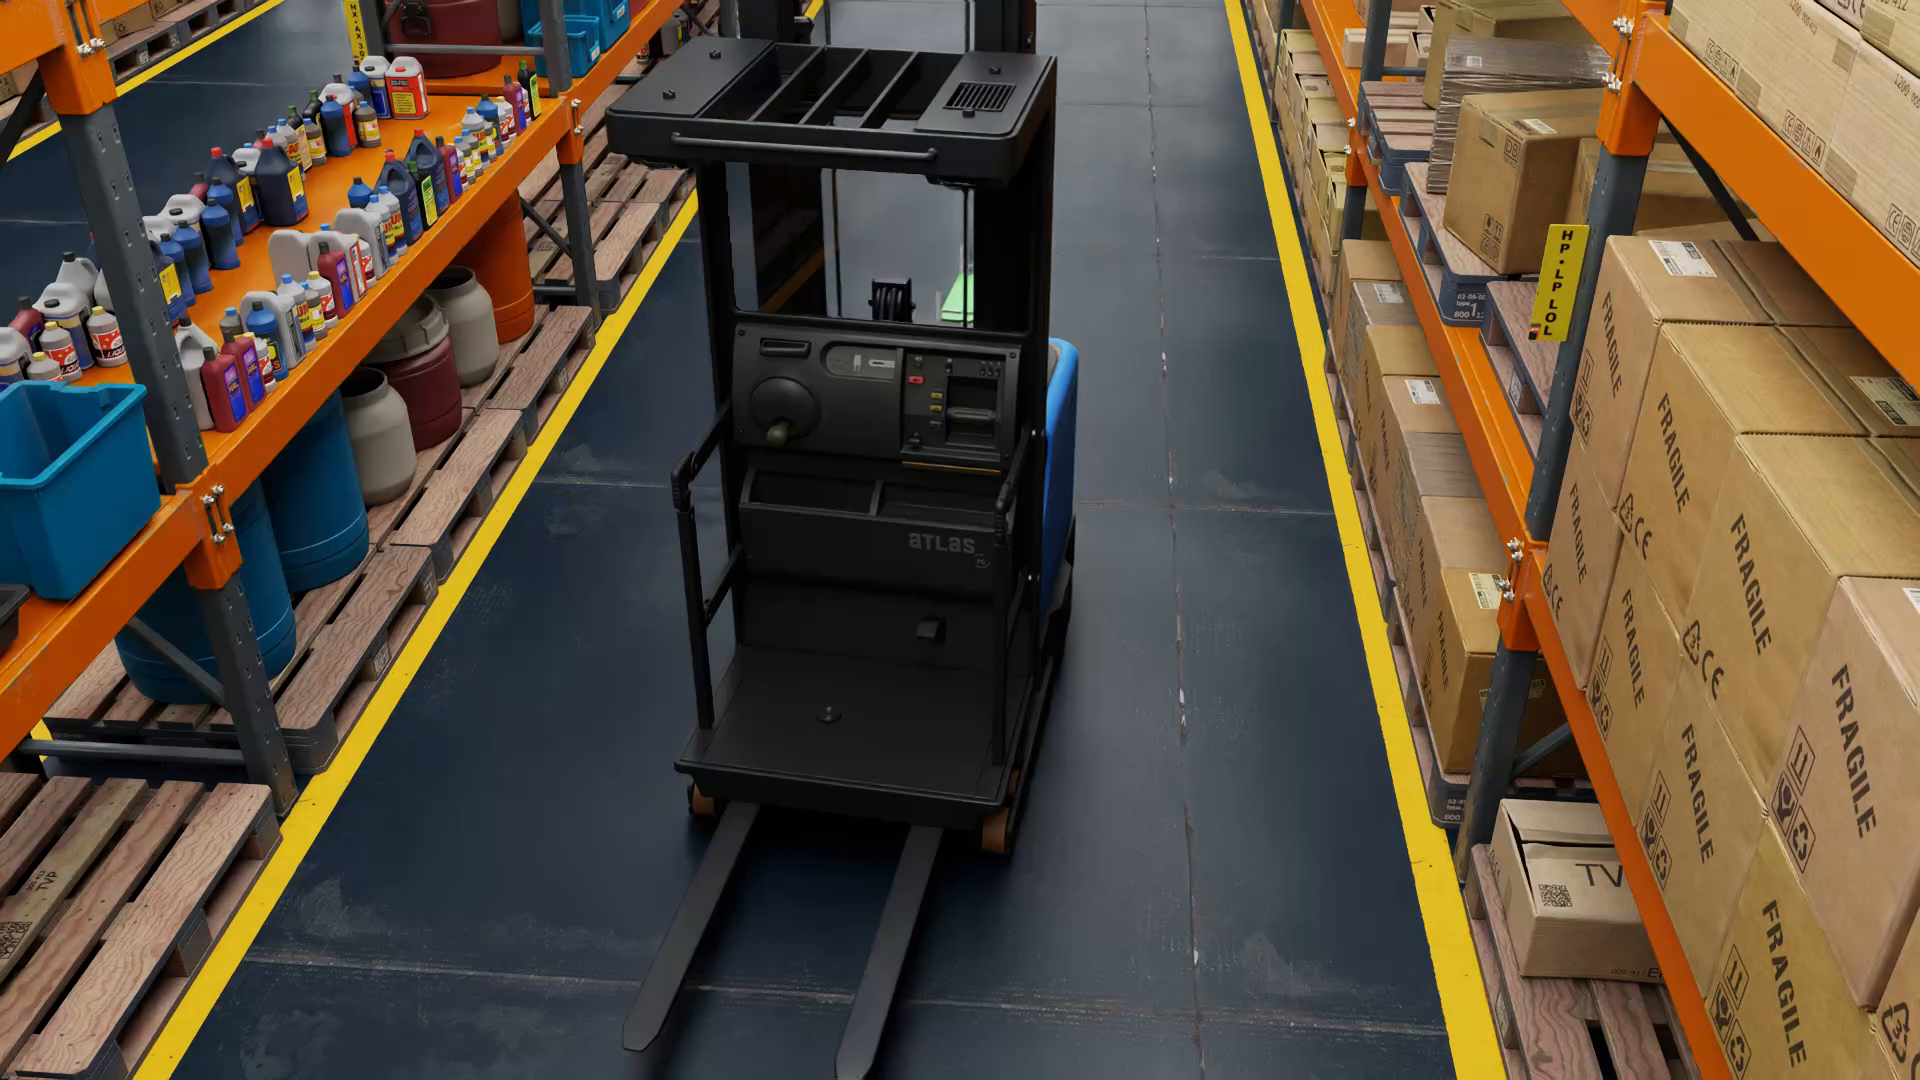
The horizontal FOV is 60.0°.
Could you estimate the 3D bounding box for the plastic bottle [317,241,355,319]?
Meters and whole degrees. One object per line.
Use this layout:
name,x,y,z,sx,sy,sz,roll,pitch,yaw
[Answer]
plastic bottle,-2.280,-0.962,6.063,0.061,0.283,0.133,2,32,4

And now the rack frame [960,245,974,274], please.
rack frame,0.119,-0.711,7.259,0.240,1.200,0.015,6,32,9

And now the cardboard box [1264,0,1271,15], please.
cardboard box,2.690,-4.445,13.110,0.500,0.500,0.500,2,32,4

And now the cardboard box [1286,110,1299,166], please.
cardboard box,2.419,-2.613,10.852,0.500,0.250,0.500,2,32,2

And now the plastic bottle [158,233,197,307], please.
plastic bottle,-2.900,-0.998,6.133,0.097,0.271,0.097,0,32,0

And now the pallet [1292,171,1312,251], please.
pallet,2.663,-2.130,10.505,1.003,0.211,1.213,2,32,4

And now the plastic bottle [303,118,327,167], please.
plastic bottle,-2.924,-1.797,7.497,0.097,0.201,0.097,0,32,0

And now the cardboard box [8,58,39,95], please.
cardboard box,-7.164,-3.572,12.150,0.700,0.500,0.500,0,32,0

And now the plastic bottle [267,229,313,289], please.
plastic bottle,-2.466,-1.037,6.193,0.152,0.276,0.135,2,32,4

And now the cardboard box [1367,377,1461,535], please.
cardboard box,2.013,-0.340,6.906,0.500,0.500,0.500,1,32,2

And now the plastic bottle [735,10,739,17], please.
plastic bottle,-1.785,-4.068,13.173,0.097,0.271,0.097,0,32,0

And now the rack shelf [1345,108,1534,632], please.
rack shelf,2.293,-0.900,6.537,1.077,0.370,4.000,2,32,4

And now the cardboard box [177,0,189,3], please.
cardboard box,-6.918,-5.008,14.500,0.500,0.500,0.500,5,32,9

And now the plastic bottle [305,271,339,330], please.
plastic bottle,-2.307,-0.868,5.988,0.097,0.201,0.097,0,32,0

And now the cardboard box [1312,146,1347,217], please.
cardboard box,2.288,-2.055,9.412,0.500,0.311,0.500,2,32,3

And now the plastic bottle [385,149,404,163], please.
plastic bottle,-2.341,-1.498,6.933,0.061,0.283,0.133,2,32,4

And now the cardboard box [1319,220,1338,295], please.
cardboard box,2.255,-1.546,9.120,0.500,0.250,0.500,3,32,5

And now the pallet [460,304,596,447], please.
pallet,-2.504,-0.864,8.451,1.003,0.211,1.213,2,32,4

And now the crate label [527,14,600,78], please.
crate label,-2.073,-2.598,8.767,0.303,0.233,0.416,2,32,4

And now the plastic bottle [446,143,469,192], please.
plastic bottle,-2.191,-1.615,7.200,0.097,0.201,0.097,0,32,0

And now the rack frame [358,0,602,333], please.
rack frame,-2.481,-2.465,8.392,1.000,3.000,0.127,2,32,4

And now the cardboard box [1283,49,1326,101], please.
cardboard box,2.453,-3.123,11.145,0.500,0.311,0.500,2,32,3

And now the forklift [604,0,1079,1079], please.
forklift,-0.311,-0.410,5.121,1.130,2.935,3.031,6,32,9

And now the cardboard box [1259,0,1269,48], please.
cardboard box,2.678,-4.127,13.308,0.500,0.250,0.500,2,32,4

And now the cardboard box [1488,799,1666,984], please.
cardboard box,1.880,1.007,4.900,0.500,0.311,0.500,2,32,4

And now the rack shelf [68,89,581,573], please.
rack shelf,-2.644,-1.113,6.883,1.077,0.370,4.000,2,32,4

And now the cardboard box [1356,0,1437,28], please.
cardboard box,2.576,-3.173,9.444,0.500,0.500,0.500,1,32,1

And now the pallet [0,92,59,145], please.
pallet,-7.154,-3.174,12.200,1.003,0.211,1.213,2,32,4

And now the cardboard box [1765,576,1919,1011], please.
cardboard box,1.686,0.415,2.670,0.500,0.500,0.500,3,32,6

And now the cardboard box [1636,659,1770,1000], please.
cardboard box,1.735,0.581,3.352,0.500,0.500,0.500,2,32,4

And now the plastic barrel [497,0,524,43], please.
plastic barrel,-2.610,-3.060,9.250,0.421,0.512,0.421,0,32,0

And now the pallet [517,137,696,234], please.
pallet,-2.278,-2.318,10.810,1.003,0.211,1.213,2,32,4

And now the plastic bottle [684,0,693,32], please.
plastic bottle,-2.225,-4.287,13.517,0.061,0.283,0.133,2,32,4

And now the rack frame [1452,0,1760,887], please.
rack frame,2.130,-0.160,4.651,1.000,3.000,0.127,2,32,4

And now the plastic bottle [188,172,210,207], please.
plastic bottle,-3.023,-1.313,6.633,0.061,0.283,0.133,2,32,4

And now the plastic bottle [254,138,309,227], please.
plastic bottle,-2.806,-1.487,6.851,0.144,0.351,0.185,2,32,4

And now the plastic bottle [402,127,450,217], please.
plastic bottle,-2.237,-1.536,6.930,0.144,0.351,0.185,2,32,4

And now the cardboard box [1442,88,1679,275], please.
cardboard box,2.212,-1.308,6.018,0.700,0.500,0.500,-5,32,-9

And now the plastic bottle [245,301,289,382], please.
plastic bottle,-2.342,-0.674,5.608,0.097,0.271,0.097,0,32,0

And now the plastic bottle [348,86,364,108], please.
plastic bottle,-2.883,-2.058,7.920,0.097,0.201,0.097,0,32,0

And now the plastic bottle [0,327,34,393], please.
plastic bottle,-3.097,-0.541,5.387,0.152,0.276,0.135,2,32,4

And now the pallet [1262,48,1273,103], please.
pallet,2.888,-3.571,12.842,1.003,0.211,1.213,2,32,4

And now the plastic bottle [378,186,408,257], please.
plastic bottle,-2.251,-1.261,6.559,0.097,0.271,0.097,0,32,0

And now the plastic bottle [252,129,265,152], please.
plastic bottle,-2.978,-1.601,7.100,0.061,0.283,0.133,2,32,4

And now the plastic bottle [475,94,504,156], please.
plastic bottle,-2.151,-1.899,7.595,0.097,0.271,0.097,0,32,0

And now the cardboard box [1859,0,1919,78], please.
cardboard box,1.751,-0.820,2.529,0.500,0.250,0.500,2,32,4

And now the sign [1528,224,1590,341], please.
sign,1.576,-0.675,4.383,0.100,0.325,0.005,2,32,4

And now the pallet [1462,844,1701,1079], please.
pallet,2.073,1.386,4.800,1.003,0.211,1.213,2,32,4

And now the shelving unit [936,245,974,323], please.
shelving unit,0.073,-0.585,7.055,0.258,1.200,0.503,6,32,9

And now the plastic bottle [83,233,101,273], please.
plastic bottle,-3.043,-0.944,5.970,0.144,0.351,0.185,2,32,4

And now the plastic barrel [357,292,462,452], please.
plastic barrel,-2.596,-0.771,7.539,0.600,0.588,0.708,2,32,4

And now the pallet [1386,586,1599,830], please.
pallet,2.158,0.600,6.075,1.003,0.211,1.213,2,32,4

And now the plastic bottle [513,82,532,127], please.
plastic bottle,-2.117,-2.092,7.974,0.097,0.201,0.097,0,32,0
